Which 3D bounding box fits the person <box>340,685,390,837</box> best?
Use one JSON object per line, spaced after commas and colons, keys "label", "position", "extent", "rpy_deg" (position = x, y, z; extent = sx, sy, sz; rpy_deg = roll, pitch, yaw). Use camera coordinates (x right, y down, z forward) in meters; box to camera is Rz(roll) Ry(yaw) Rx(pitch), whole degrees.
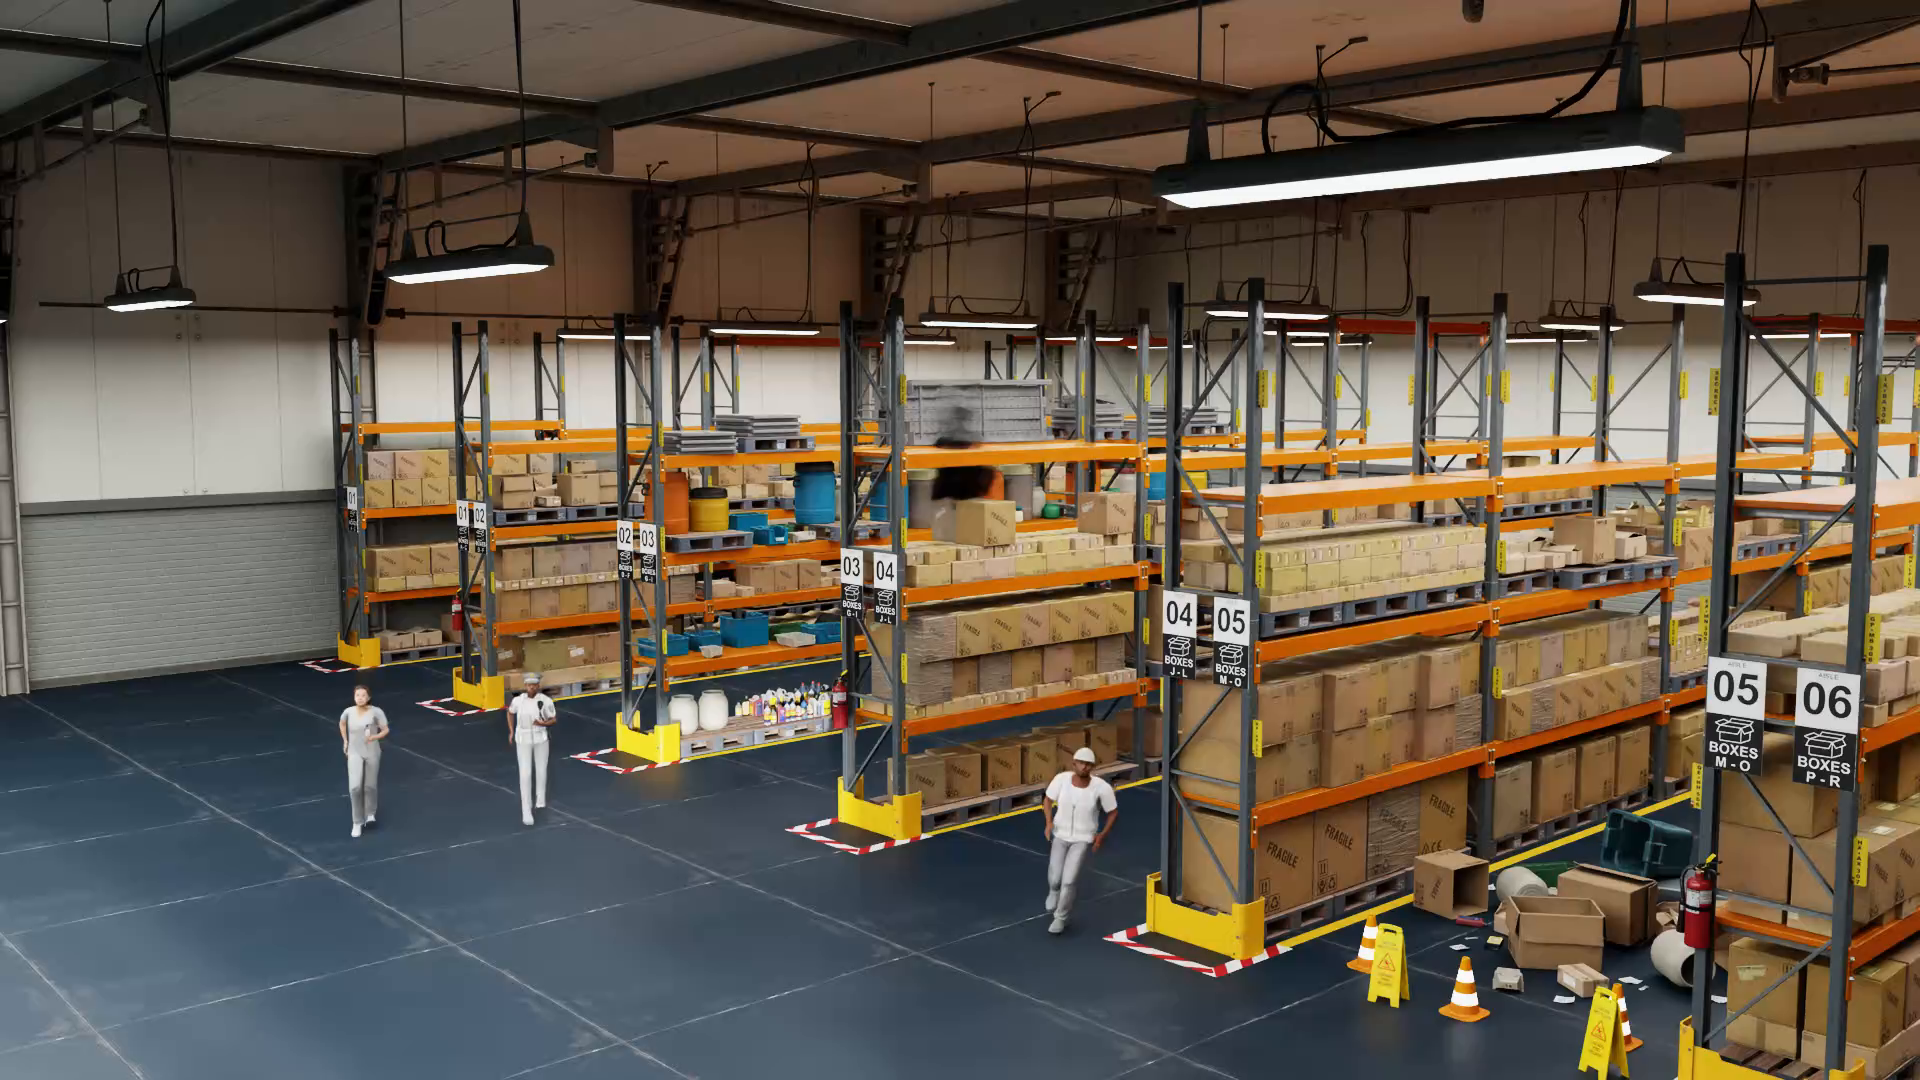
{"label": "person", "position": [-6.753, 2.484, 18.878], "extent": [0.553, 1.721, 0.747], "rpy_deg": [-2, 6, -16]}

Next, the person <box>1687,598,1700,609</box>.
{"label": "person", "position": [11.320, 1.761, 25.615], "extent": [0.847, 1.738, 0.733], "rpy_deg": [-4, 7, -34]}

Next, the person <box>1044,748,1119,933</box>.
{"label": "person", "position": [1.119, 2.777, 15.578], "extent": [0.730, 1.707, 0.643], "rpy_deg": [1, 6, 15]}

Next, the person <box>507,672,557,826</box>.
{"label": "person", "position": [-4.996, 2.389, 19.449], "extent": [0.561, 1.727, 0.837], "rpy_deg": [-2, 6, -15]}
